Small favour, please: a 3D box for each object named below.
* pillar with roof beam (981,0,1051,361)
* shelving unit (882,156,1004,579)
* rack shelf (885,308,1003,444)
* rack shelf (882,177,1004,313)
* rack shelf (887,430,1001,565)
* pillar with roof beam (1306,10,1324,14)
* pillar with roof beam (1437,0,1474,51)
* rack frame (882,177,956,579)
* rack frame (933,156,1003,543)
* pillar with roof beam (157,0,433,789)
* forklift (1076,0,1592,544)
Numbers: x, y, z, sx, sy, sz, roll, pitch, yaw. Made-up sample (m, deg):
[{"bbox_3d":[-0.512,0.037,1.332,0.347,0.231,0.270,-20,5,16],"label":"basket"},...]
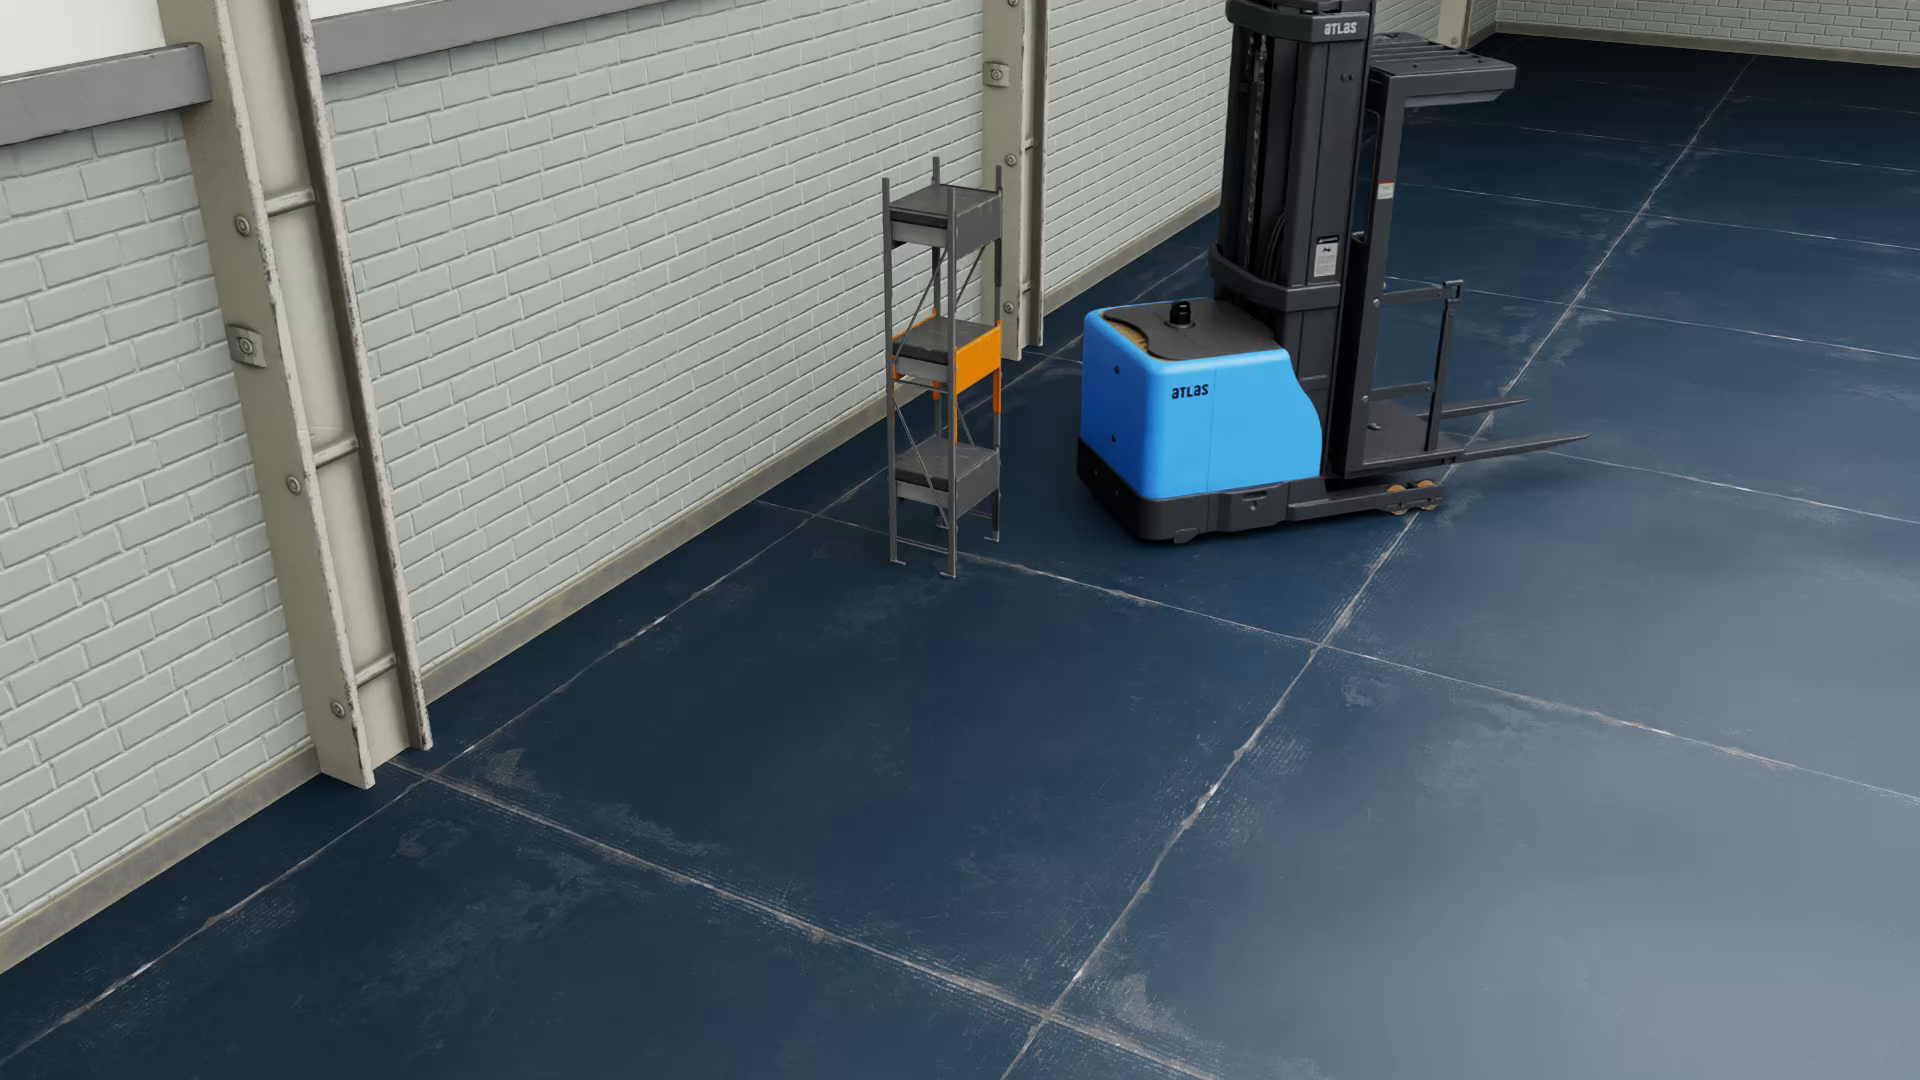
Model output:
[{"bbox_3d":[4.121,-4.457,8.100,9.100,9.000,0.400,14,30,26],"label":"pillar with roof beam"},{"bbox_3d":[-0.081,-0.874,8.651,0.431,2.100,0.503,14,30,26],"label":"shelving unit"},{"bbox_3d":[-0.081,-0.862,8.657,0.431,0.518,0.480,14,30,26],"label":"rack shelf"},{"bbox_3d":[-0.081,-1.488,8.344,0.431,0.518,0.480,14,30,26],"label":"rack shelf"},{"bbox_3d":[-0.081,-0.236,8.971,0.431,0.518,0.480,14,30,26],"label":"rack shelf"},{"bbox_3d":[7.073,-6.795,12.771,9.100,9.000,0.400,14,30,26],"label":"pillar with roof beam"},{"bbox_3d":[10.025,-9.133,17.442,9.100,9.000,0.400,14,30,26],"label":"pillar with roof beam"},{"bbox_3d":[-0.201,-0.779,8.461,0.400,2.100,0.015,14,30,26],"label":"rack frame"},{"bbox_3d":[0.039,-0.970,8.841,0.400,2.100,0.015,14,30,26],"label":"rack frame"},{"bbox_3d":[1.170,-2.118,3.429,9.100,9.000,0.400,14,30,26],"label":"pillar with roof beam"},{"bbox_3d":[2.267,-1.670,9.313,3.031,2.935,1.130,-9,28,-17],"label":"forklift"}]
